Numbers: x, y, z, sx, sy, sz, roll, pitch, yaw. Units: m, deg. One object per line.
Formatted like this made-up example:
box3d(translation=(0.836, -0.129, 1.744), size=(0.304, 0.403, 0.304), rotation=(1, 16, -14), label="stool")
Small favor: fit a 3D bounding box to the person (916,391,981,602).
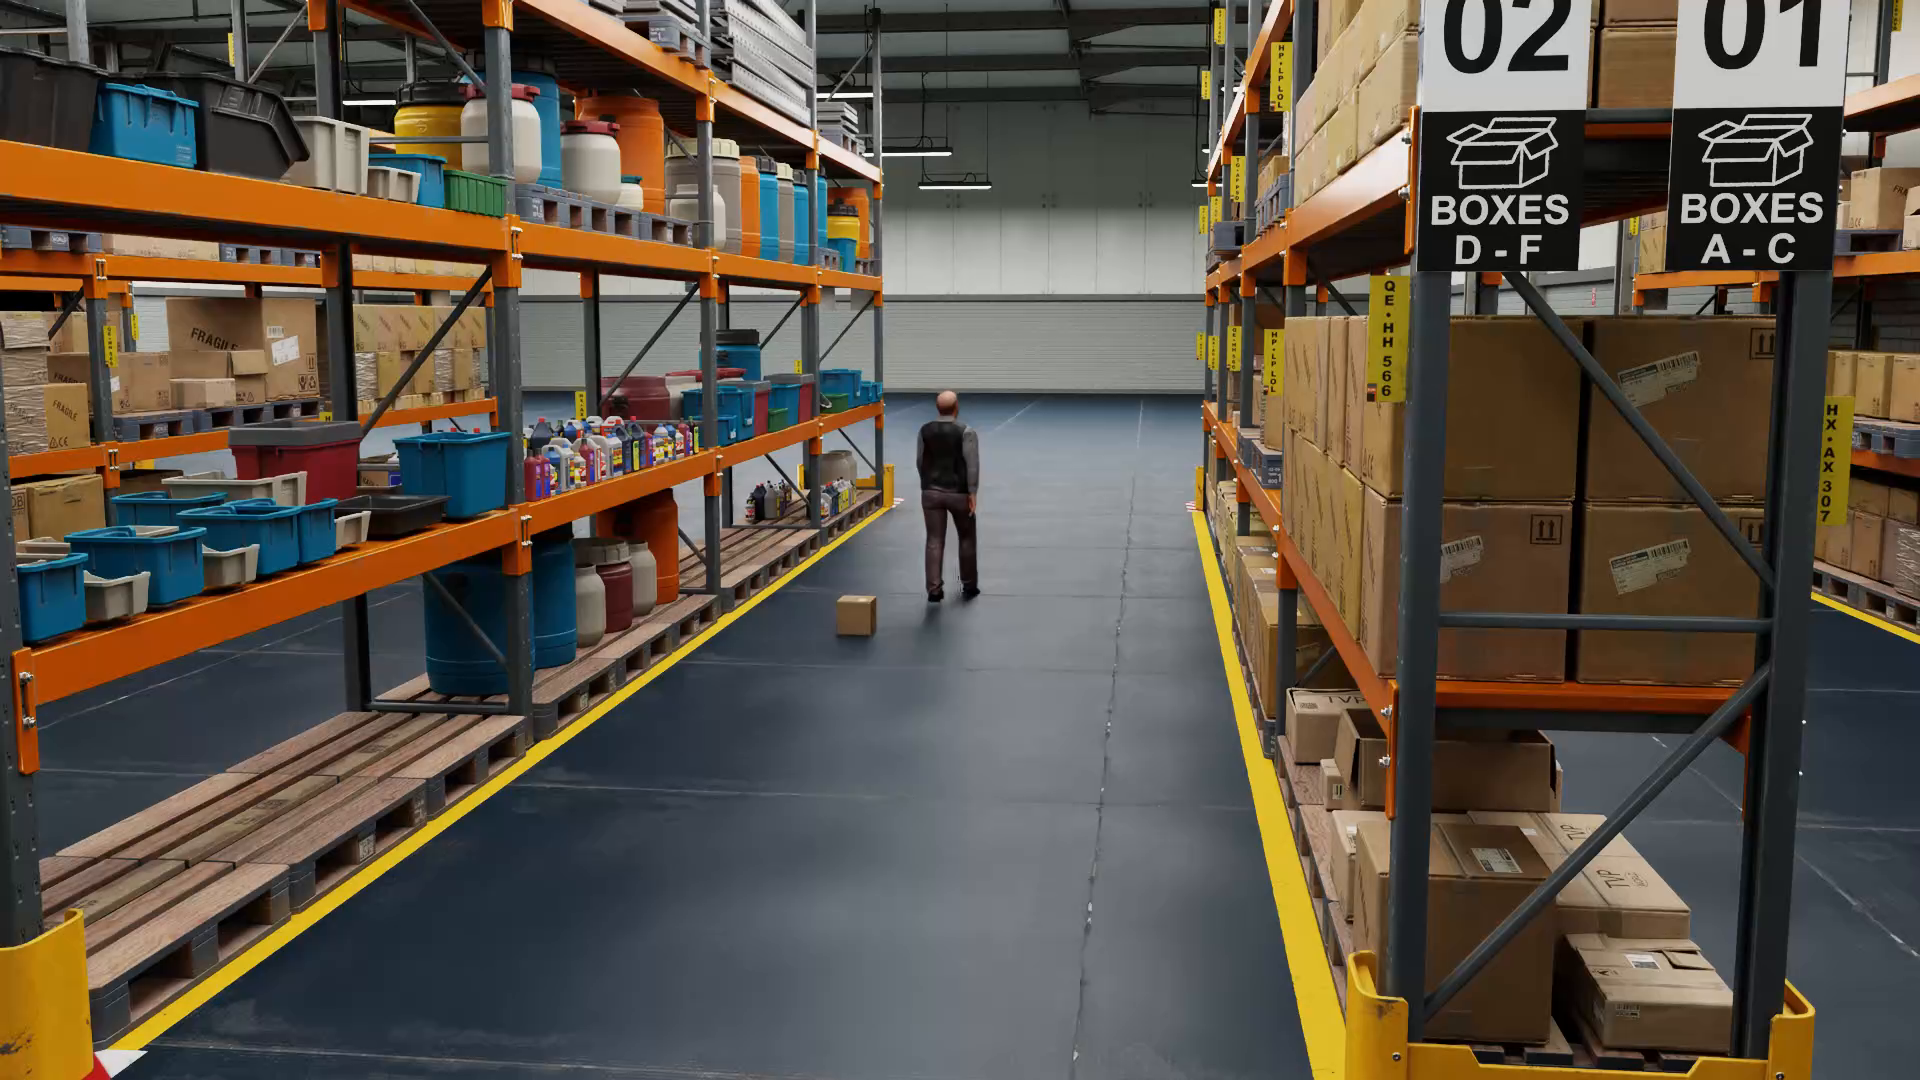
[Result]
box3d(translation=(-0.080, -0.356, 13.602), size=(0.566, 1.730, 0.863), rotation=(2, 8, 14), label="person")
